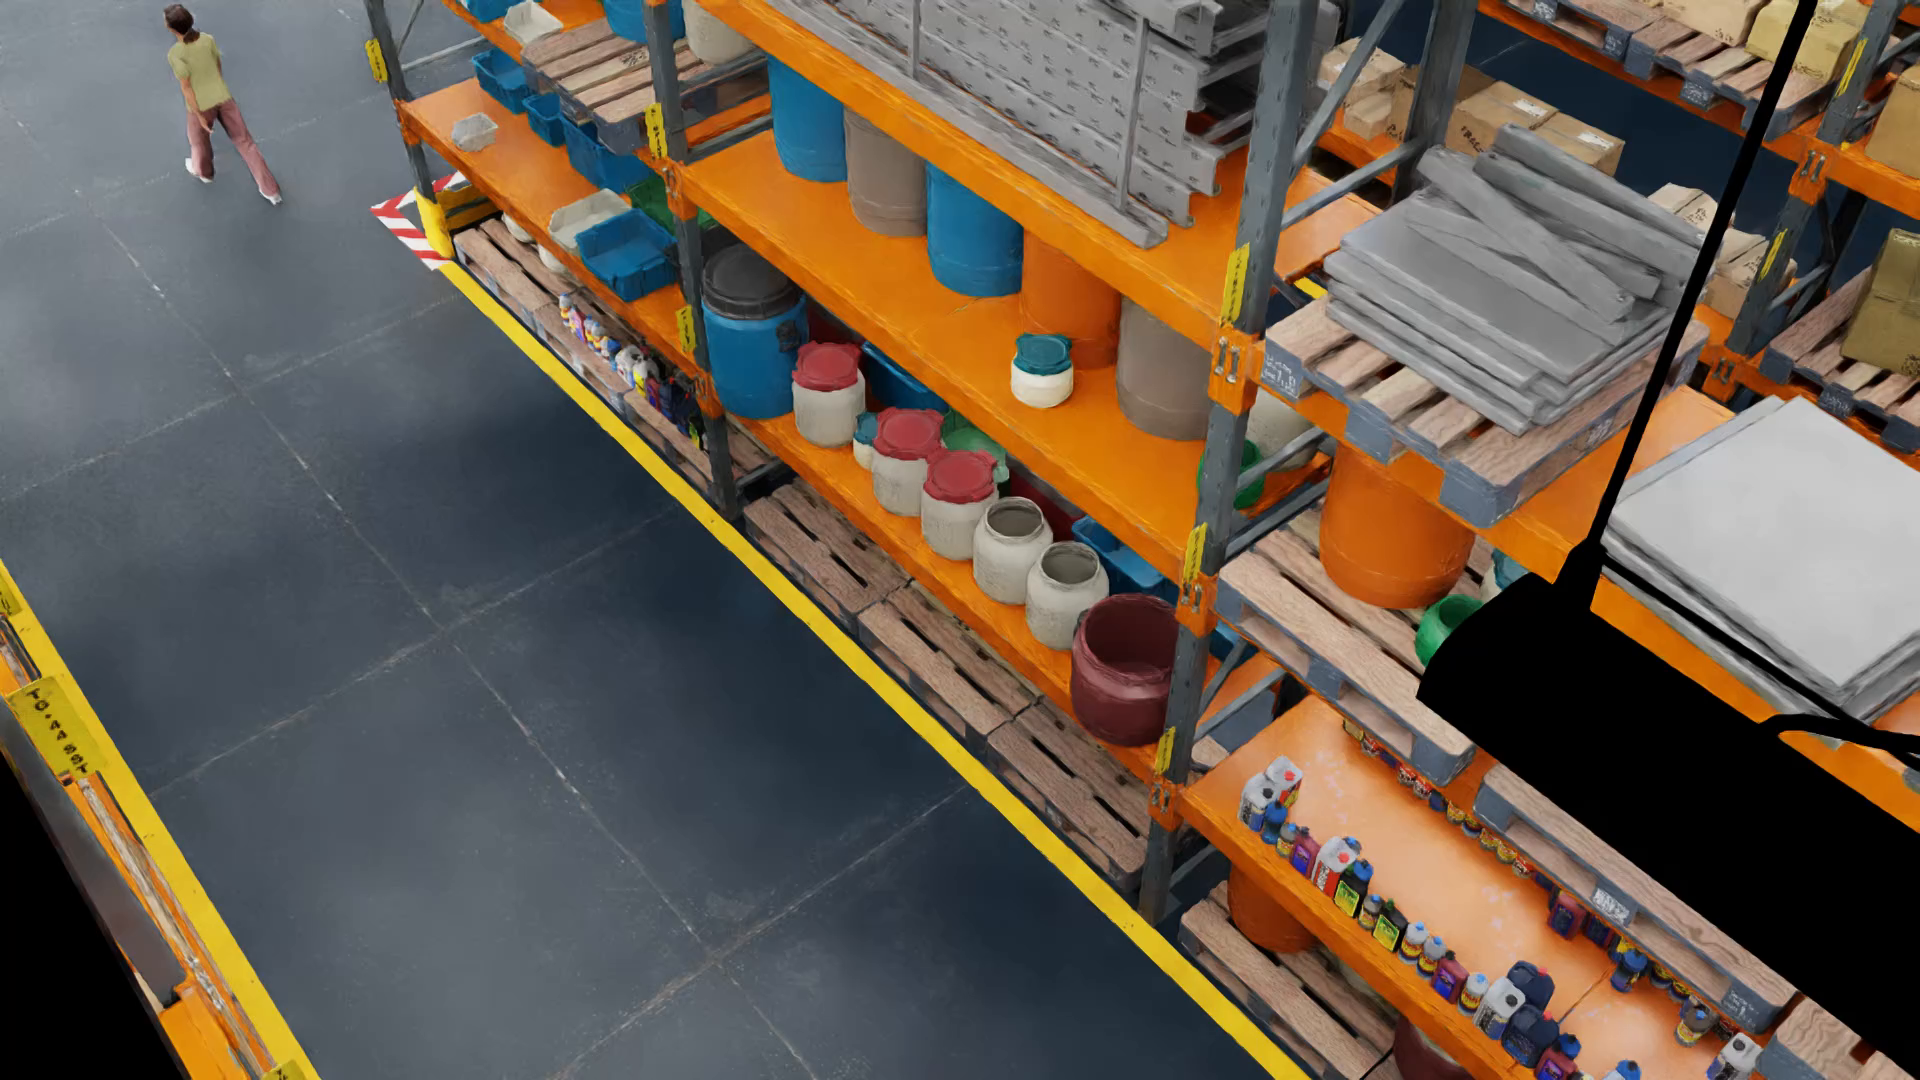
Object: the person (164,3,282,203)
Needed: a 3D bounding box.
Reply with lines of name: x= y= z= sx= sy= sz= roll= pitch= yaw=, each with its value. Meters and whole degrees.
person: x=-5.946 y=-3.488 z=13.168 sx=1.018 sy=1.604 sz=0.446 roll=32 pitch=54 yaw=27
